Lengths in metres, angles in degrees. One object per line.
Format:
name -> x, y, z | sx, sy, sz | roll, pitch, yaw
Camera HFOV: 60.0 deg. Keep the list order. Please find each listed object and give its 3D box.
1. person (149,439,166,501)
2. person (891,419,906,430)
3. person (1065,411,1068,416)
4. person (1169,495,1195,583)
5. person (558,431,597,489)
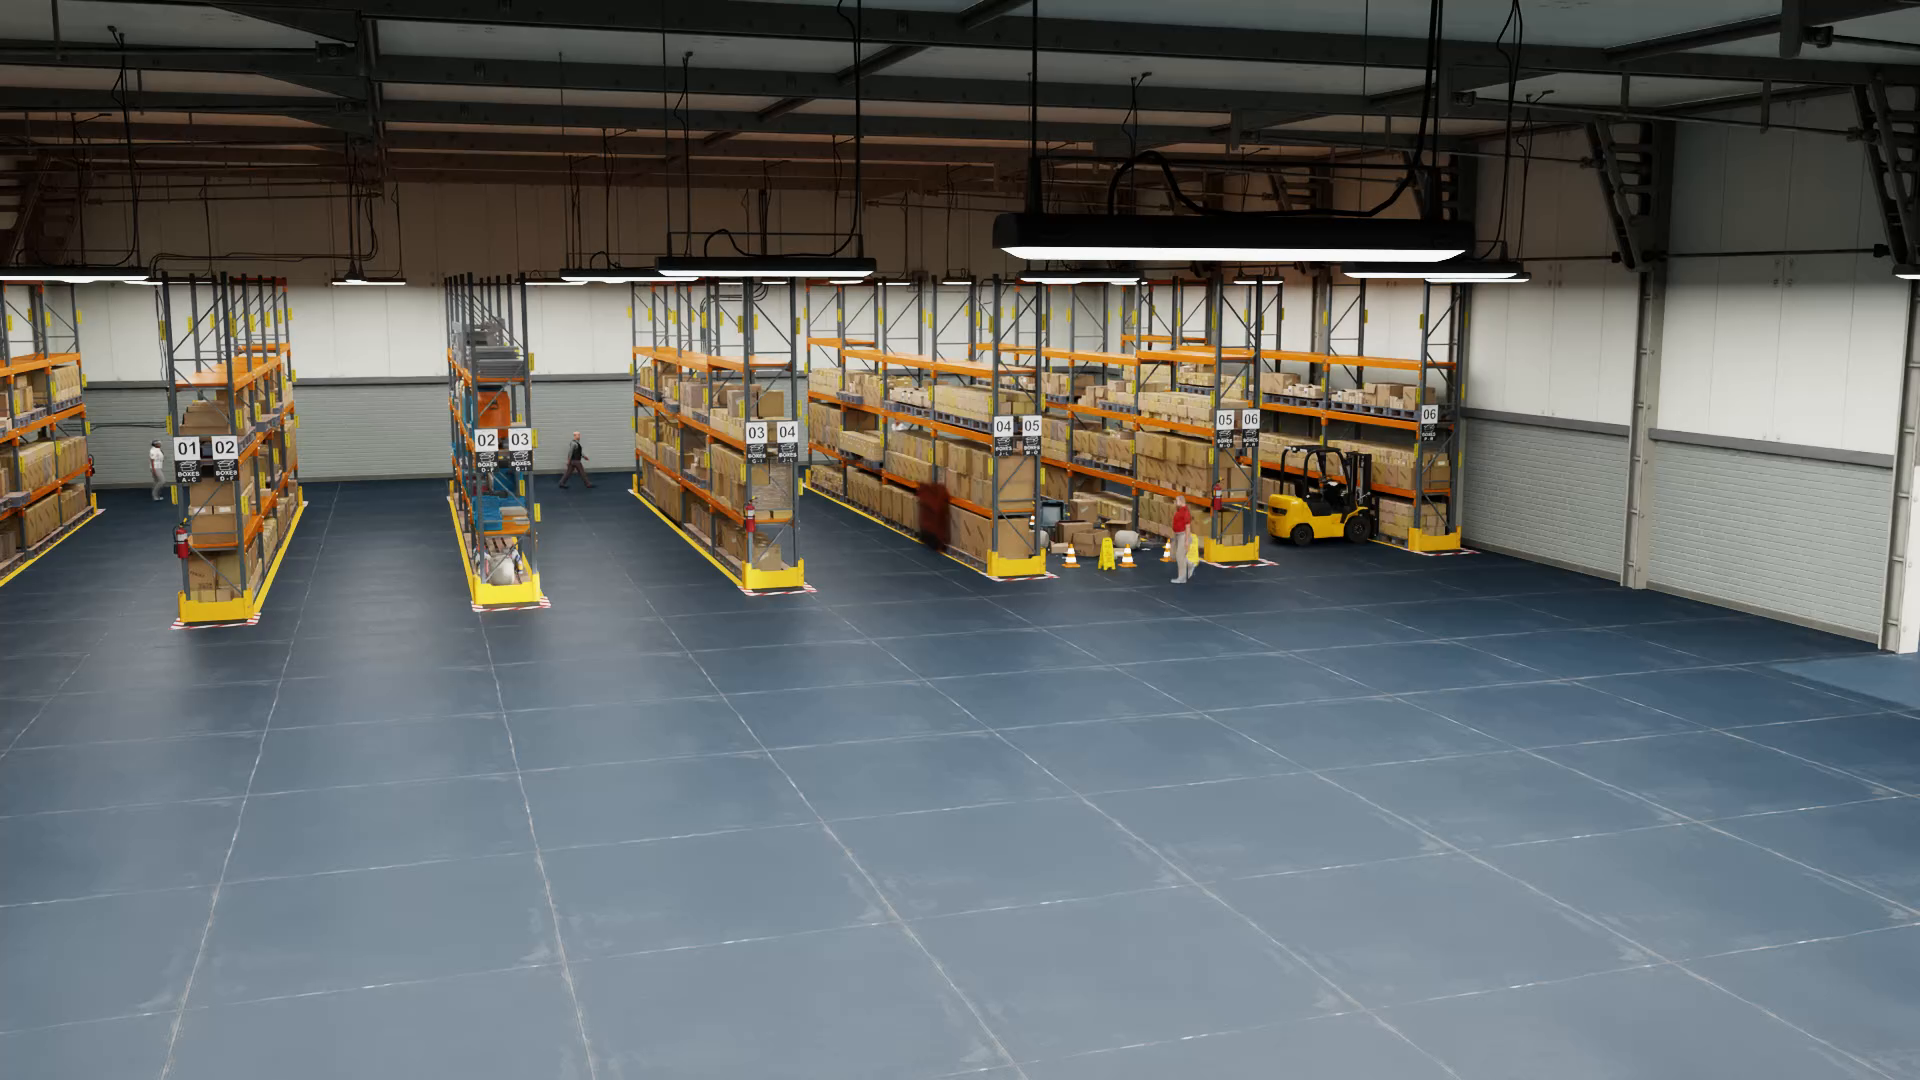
person -> -21.769, -1.909, 45.120 | 0.410, 1.693, 0.474 | -3, 9, -16
person -> -1.952, -3.110, 52.798 | 0.509, 1.752, 1.019 | 8, 12, 42
person -> 3.583, -3.385, 54.666 | 1.136, 1.731, 0.564 | -6, 11, -35
person -> 4.396, -0.030, 32.454 | 0.630, 1.711, 0.532 | -4, 9, -22
person -> -10.956, -2.283, 47.538 | 1.102, 1.647, 0.481 | -3, 9, -22
